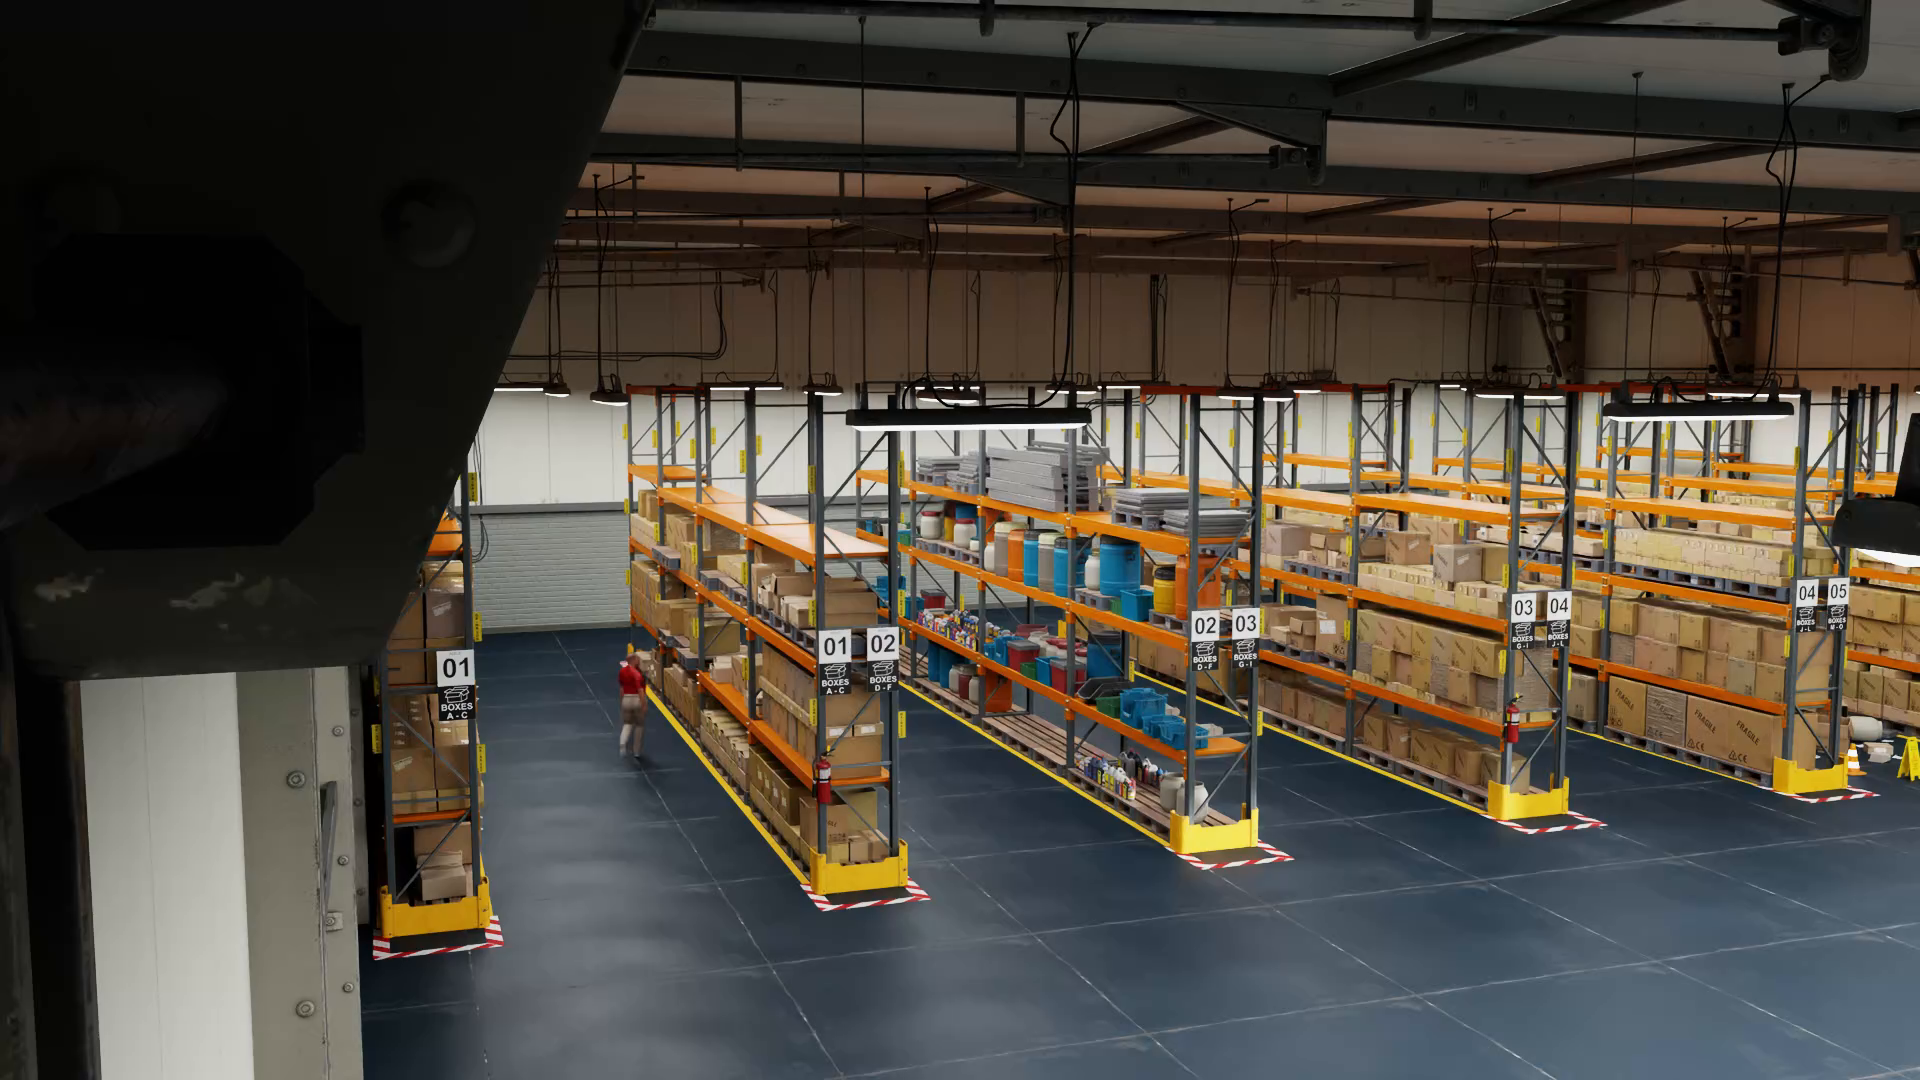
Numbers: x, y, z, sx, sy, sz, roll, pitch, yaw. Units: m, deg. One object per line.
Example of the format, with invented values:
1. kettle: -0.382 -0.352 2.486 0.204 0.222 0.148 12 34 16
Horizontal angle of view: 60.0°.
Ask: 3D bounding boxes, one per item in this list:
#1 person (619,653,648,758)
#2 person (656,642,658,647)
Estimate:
1. person: -5.322 2.677 26.984 0.534 1.716 0.550 2 6 15
2. person: -6.564 1.714 36.972 0.487 1.622 0.436 3 6 23
